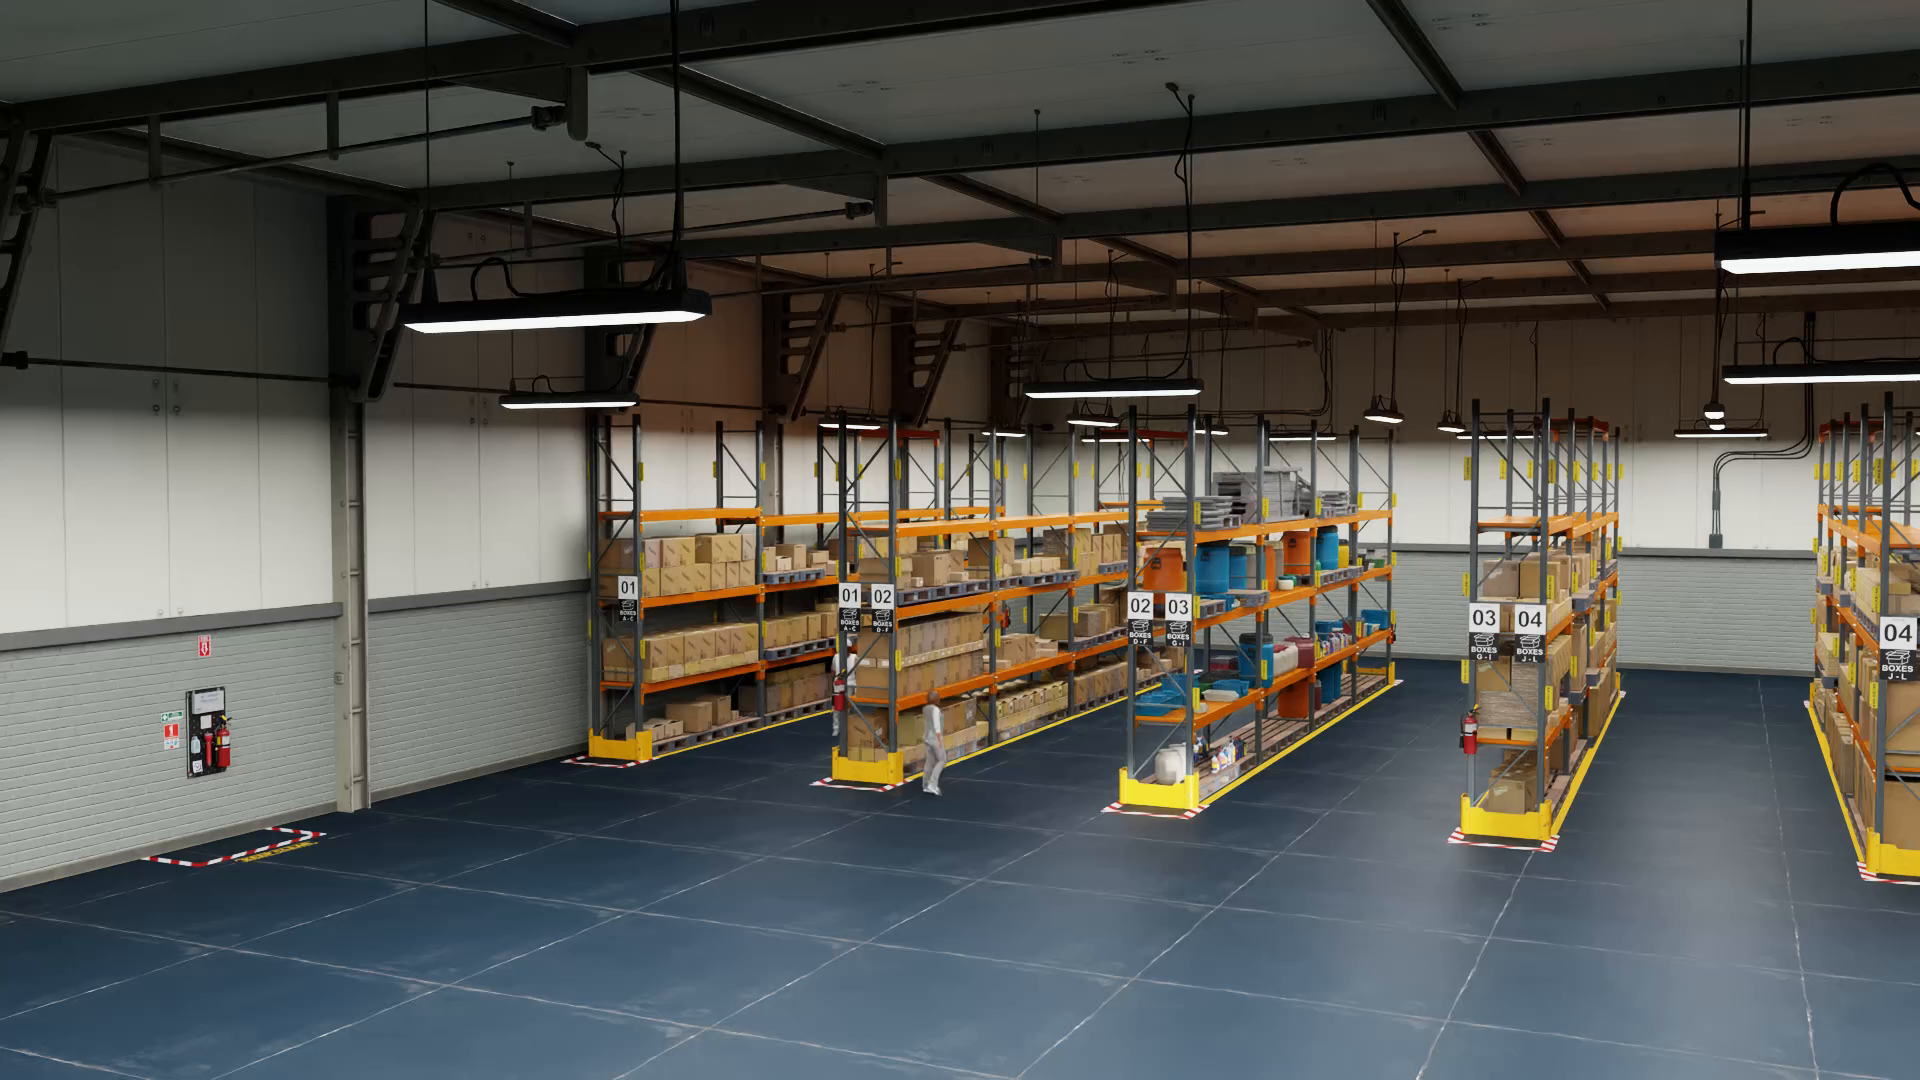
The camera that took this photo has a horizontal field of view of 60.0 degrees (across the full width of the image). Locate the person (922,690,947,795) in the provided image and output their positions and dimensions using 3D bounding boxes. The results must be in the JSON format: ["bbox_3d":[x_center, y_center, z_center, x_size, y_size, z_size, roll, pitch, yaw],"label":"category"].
[{"bbox_3d":[-0.413,3.144,25.927,0.353,1.602,0.534,-1,3,-25],"label":"person"}]

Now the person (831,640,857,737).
[{"bbox_3d":[-2.187,2.808,31.789,0.569,1.798,0.732,0,2,-8],"label":"person"}]
